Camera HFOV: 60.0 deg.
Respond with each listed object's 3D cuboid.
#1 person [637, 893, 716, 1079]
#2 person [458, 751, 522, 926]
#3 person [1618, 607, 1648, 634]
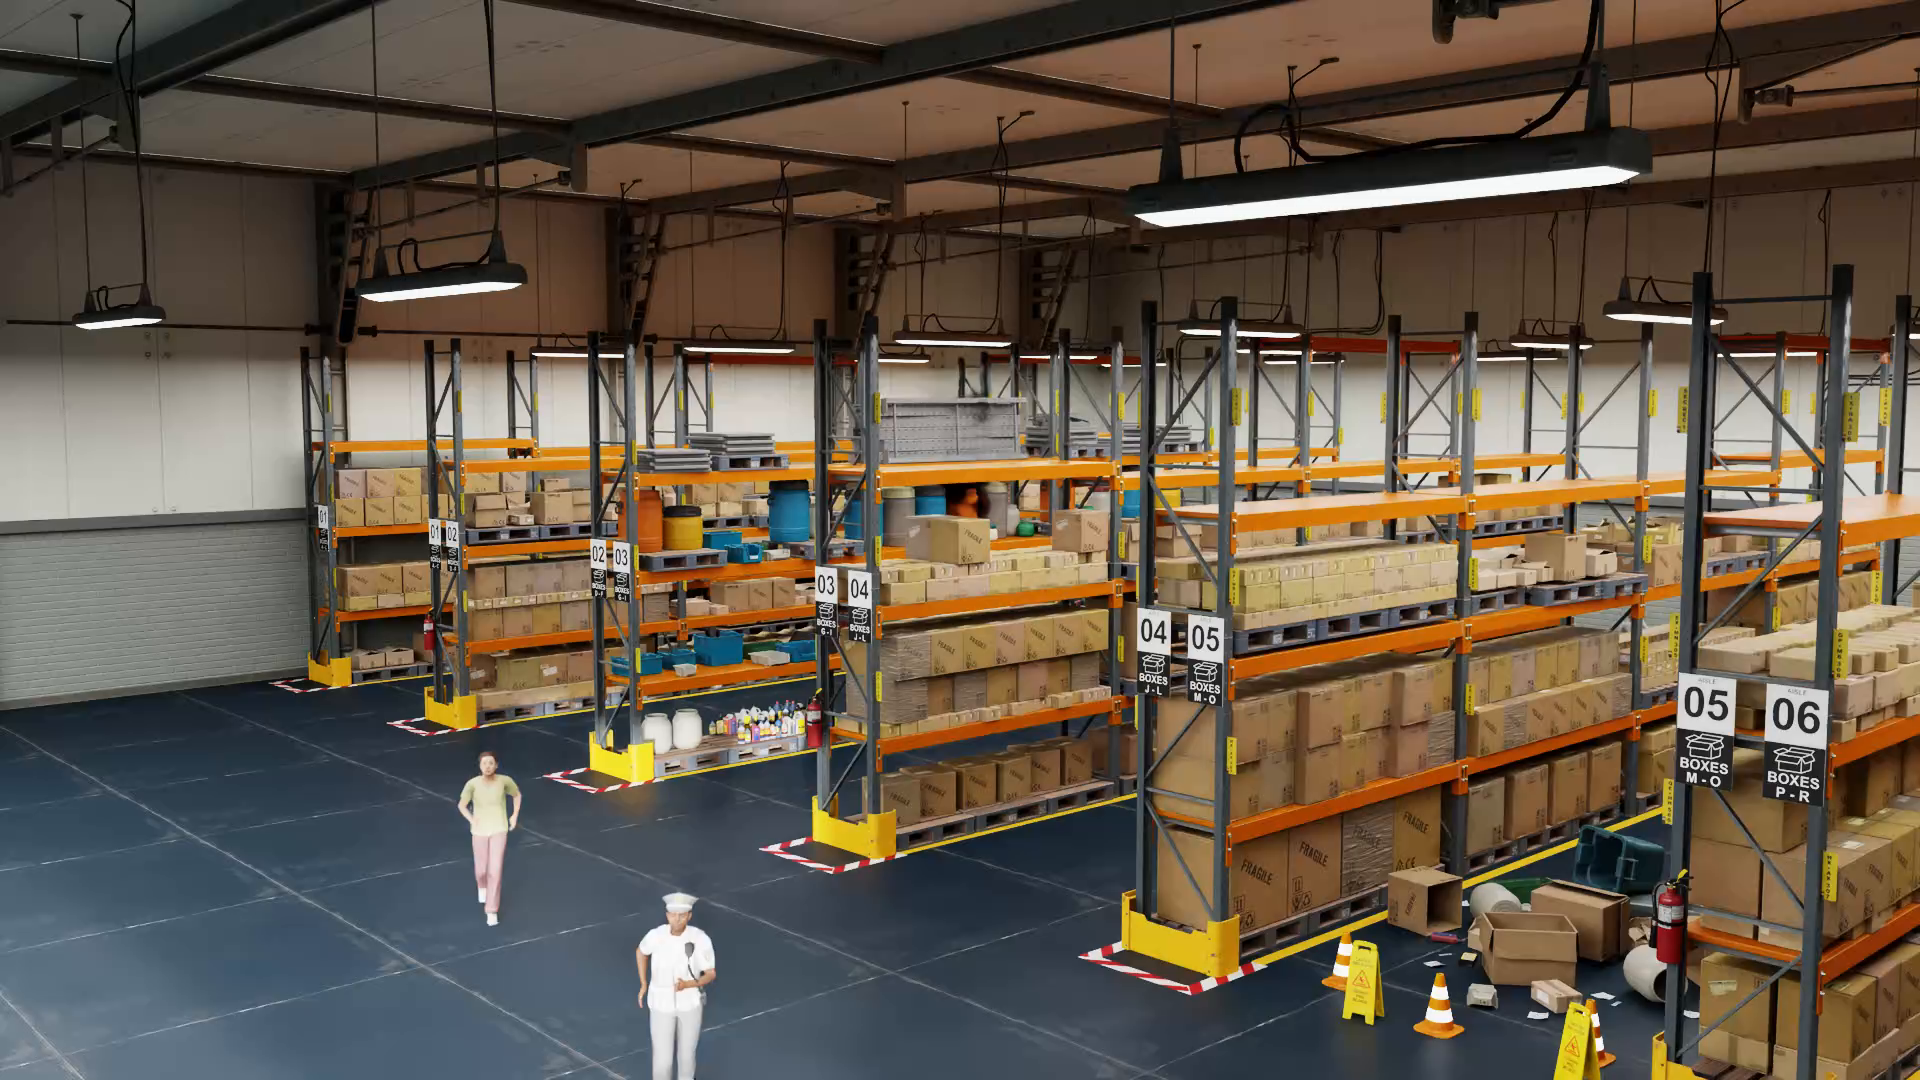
[{"bbox_3d":[-1.985,3.303,11.645,0.555,1.738,0.690,-1,5,-9],"label":"person"},{"bbox_3d":[-4.645,2.898,16.467,0.602,1.668,0.771,-1,5,-15],"label":"person"},{"bbox_3d":[11.471,1.905,28.330,0.583,1.552,0.567,2,5,22],"label":"person"}]
